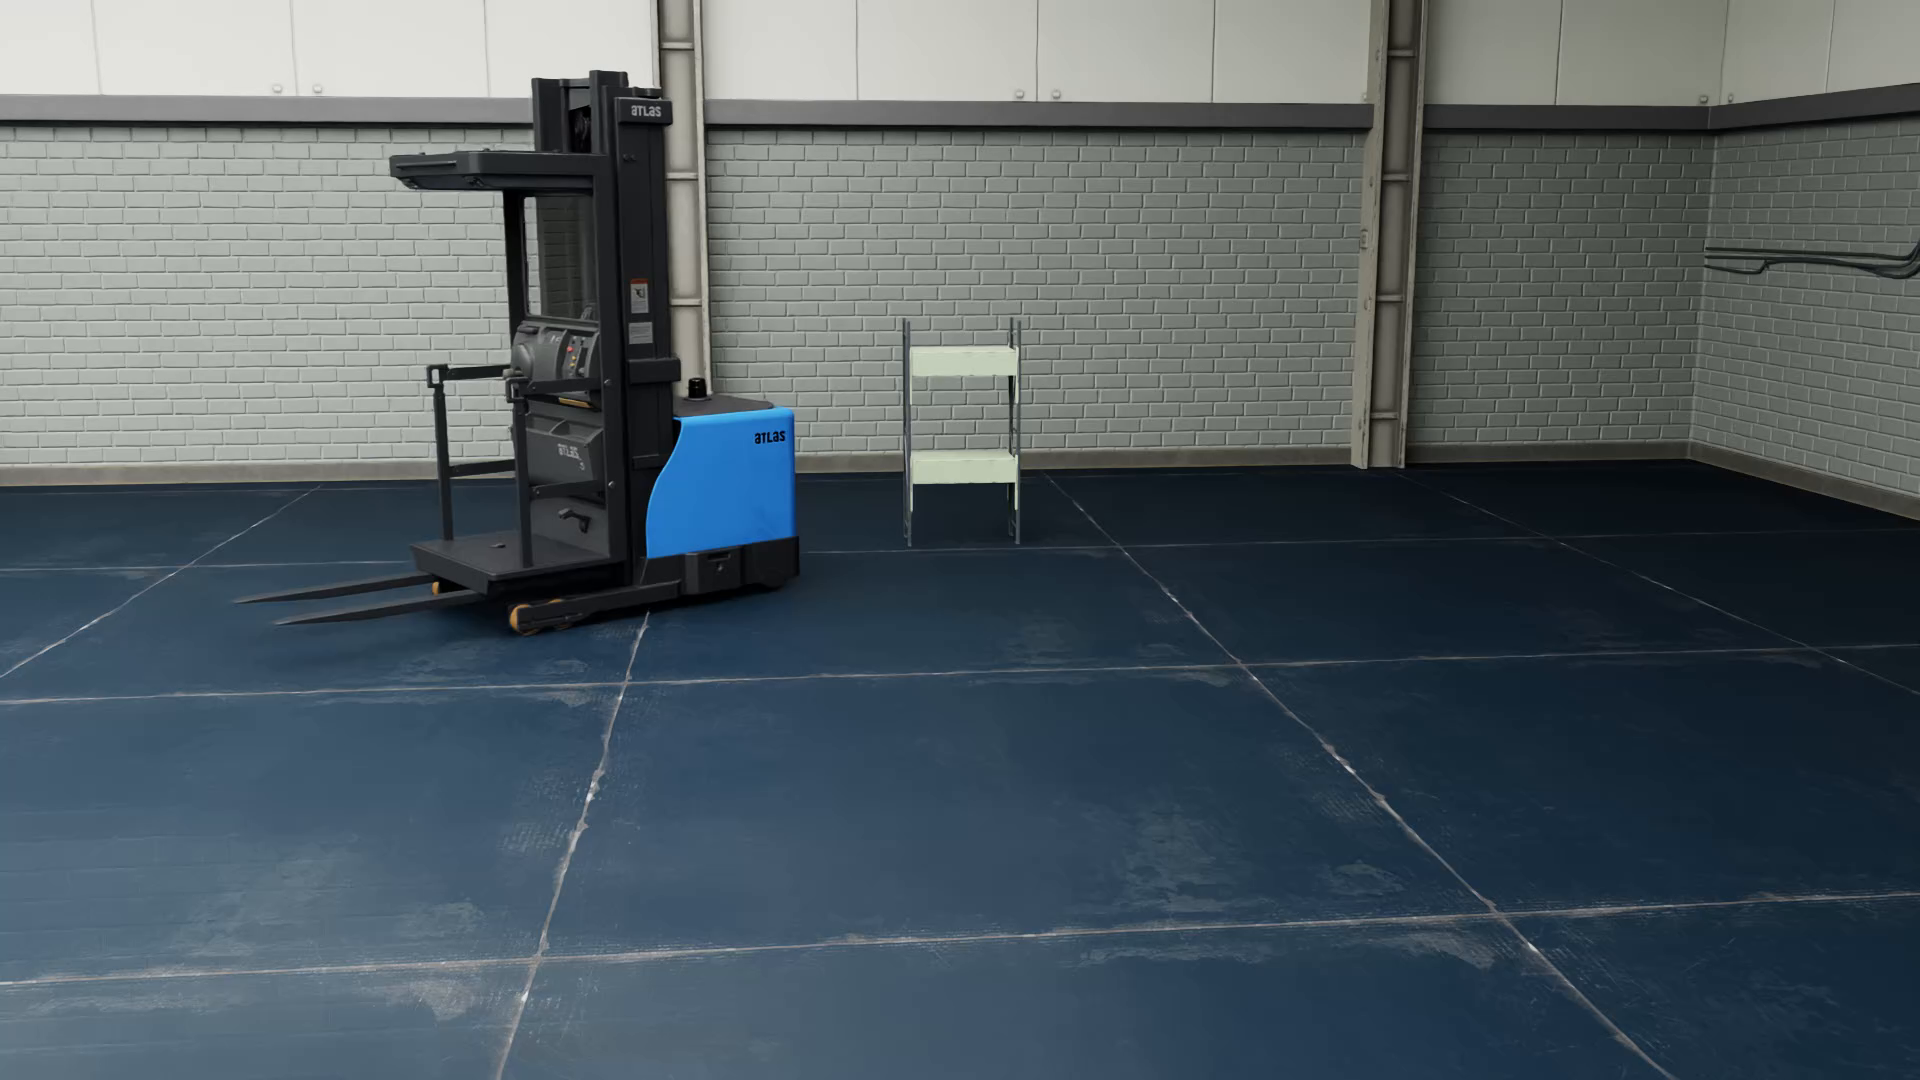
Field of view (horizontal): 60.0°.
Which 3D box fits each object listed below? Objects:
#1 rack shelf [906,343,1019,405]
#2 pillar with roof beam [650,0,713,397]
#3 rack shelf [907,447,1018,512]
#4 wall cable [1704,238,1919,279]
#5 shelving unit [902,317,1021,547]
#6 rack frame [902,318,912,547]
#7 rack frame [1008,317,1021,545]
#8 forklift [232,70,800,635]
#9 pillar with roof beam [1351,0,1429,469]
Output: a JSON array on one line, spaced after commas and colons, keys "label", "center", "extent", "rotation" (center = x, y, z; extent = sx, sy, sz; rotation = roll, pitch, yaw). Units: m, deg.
[{"label": "rack shelf", "center": [0.007, -1.119, 11.149], "extent": [0.720, 0.370, 0.431], "rotation": [-1, 11, -6]}, {"label": "pillar with roof beam", "center": [-1.810, -4.122, 9.005], "extent": [0.400, 9.000, 9.100], "rotation": [-1, 11, -6]}, {"label": "rack shelf", "center": [0.007, -0.416, 11.287], "extent": [0.720, 0.370, 0.431], "rotation": [-1, 11, -6]}, {"label": "wall cable", "center": [6.762, -3.356, 13.162], "extent": [0.112, 2.526, 3.097], "rotation": [-1, 11, -6]}, {"label": "shelving unit", "center": [0.007, -0.736, 11.224], "extent": [0.755, 1.500, 0.431], "rotation": [-1, 11, -6]}, {"label": "rack frame", "center": [-0.357, -0.728, 11.185], "extent": [0.023, 1.500, 0.400], "rotation": [-1, 11, -6]}, {"label": "rack frame", "center": [0.370, -0.744, 11.263], "extent": [0.023, 1.500, 0.400], "rotation": [-1, 11, -6]}, {"label": "forklift", "center": [-2.407, -1.047, 9.096], "extent": [3.031, 2.935, 1.130], "rotation": [-9, 15, -40]}, {"label": "pillar with roof beam", "center": [4.155, -4.247, 9.641], "extent": [0.400, 9.000, 9.100], "rotation": [-1, 11, -6]}]
